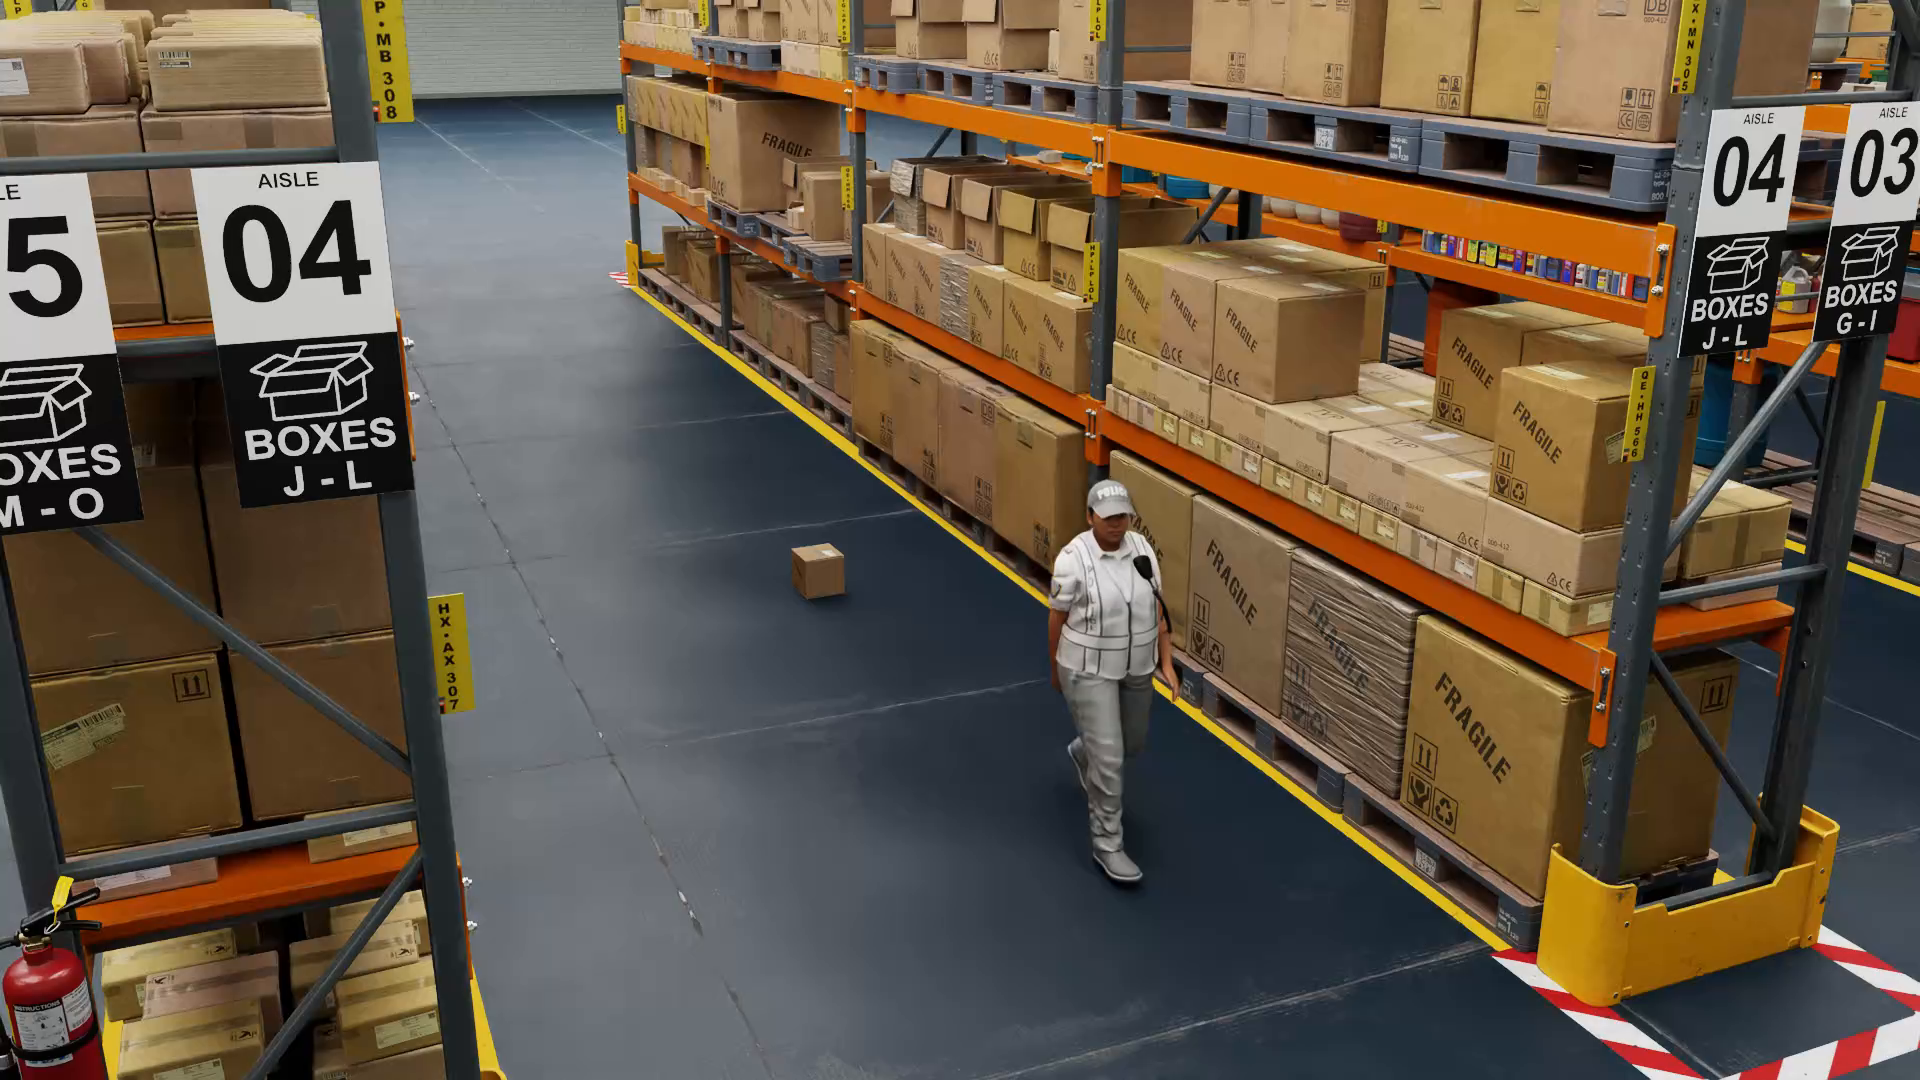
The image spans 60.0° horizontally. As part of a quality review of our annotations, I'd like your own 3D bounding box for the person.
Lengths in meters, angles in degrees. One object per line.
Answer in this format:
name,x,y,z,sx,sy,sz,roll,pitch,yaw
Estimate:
person,0.616,0.515,7.027,0.478,1.621,0.905,-9,21,-24
